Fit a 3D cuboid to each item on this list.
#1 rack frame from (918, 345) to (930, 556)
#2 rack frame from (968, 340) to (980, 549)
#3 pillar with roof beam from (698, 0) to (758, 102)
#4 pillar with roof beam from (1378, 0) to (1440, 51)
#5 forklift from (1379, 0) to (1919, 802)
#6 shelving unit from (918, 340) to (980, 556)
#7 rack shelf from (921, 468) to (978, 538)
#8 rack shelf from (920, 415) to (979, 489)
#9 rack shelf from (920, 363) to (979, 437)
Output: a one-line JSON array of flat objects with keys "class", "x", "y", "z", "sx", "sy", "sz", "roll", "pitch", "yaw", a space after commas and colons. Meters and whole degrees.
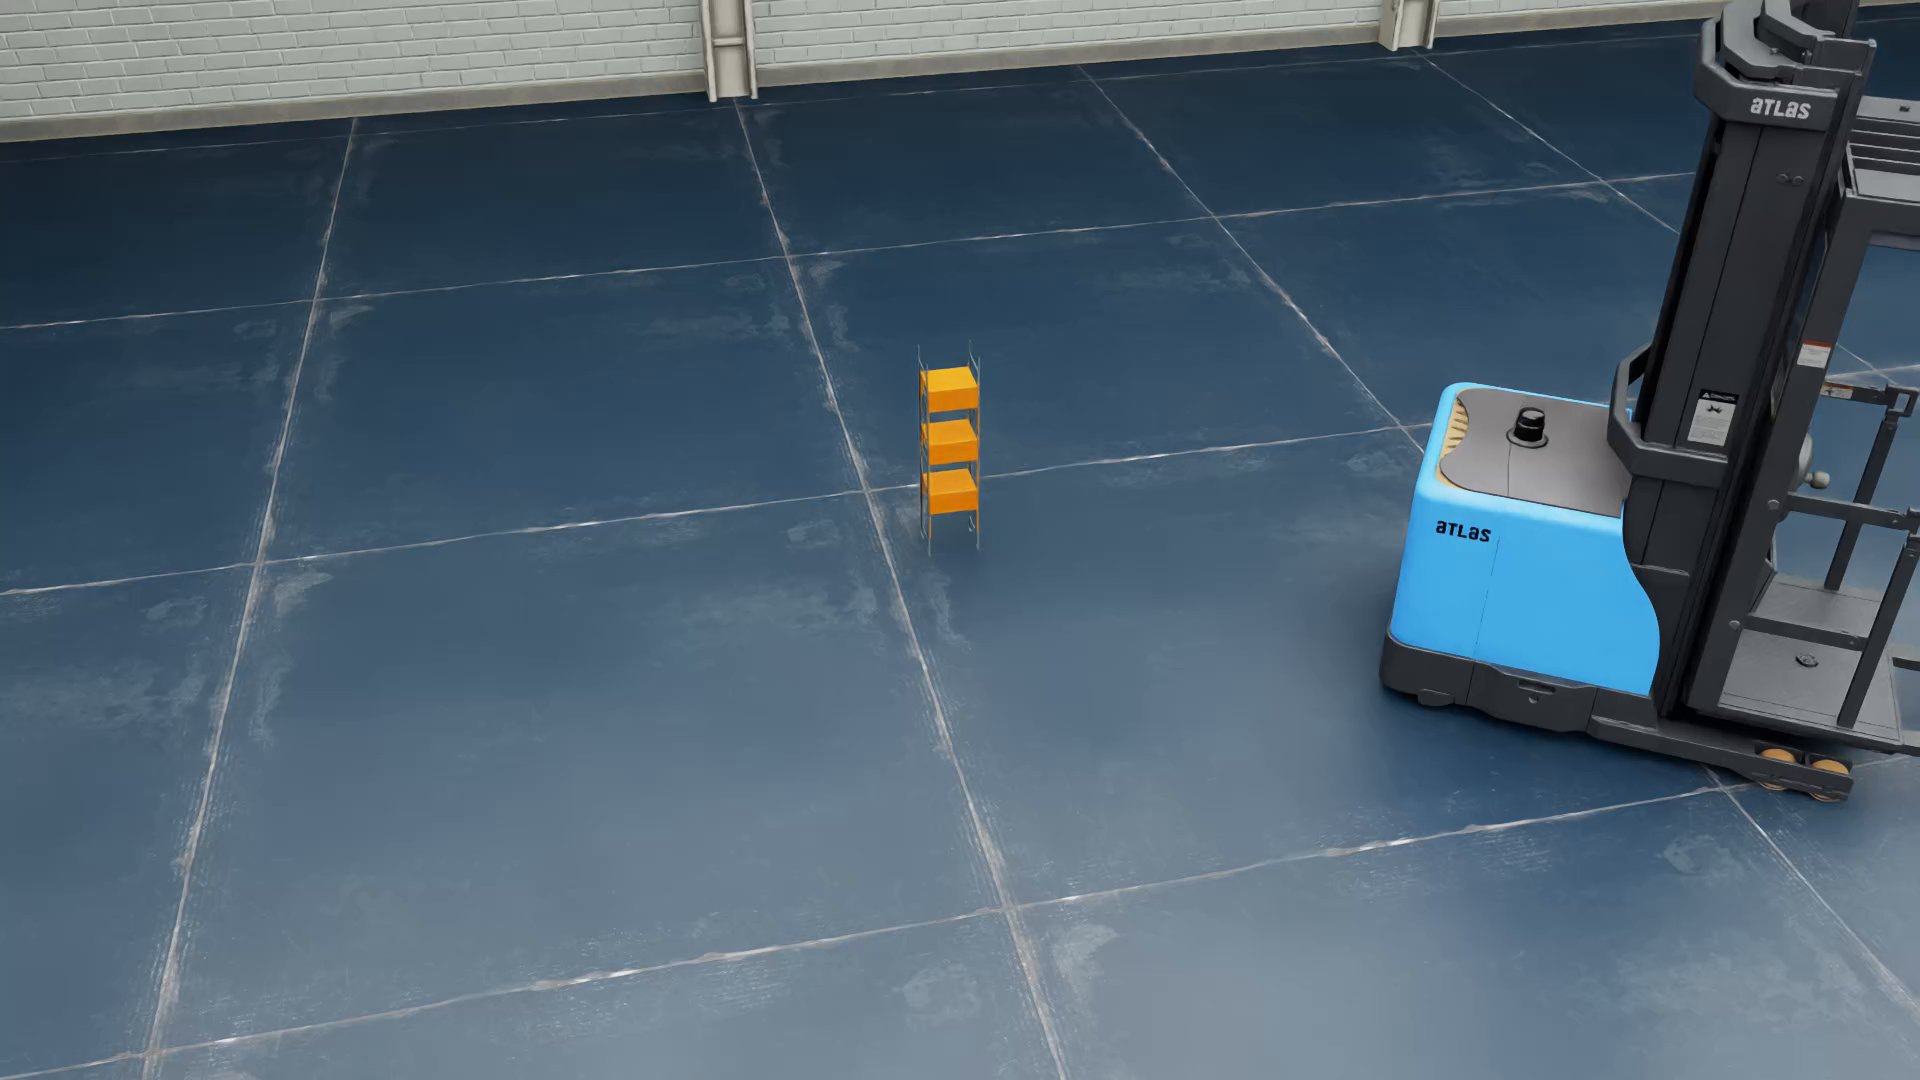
[{"class": "rack frame", "x": -0.171, "y": -0.414, "z": 7.925, "sx": 0.008, "sy": 1.050, "sz": 0.200, "roll": -7, "pitch": 35, "yaw": -11}, {"class": "rack frame", "x": 0.067, "y": -0.444, "z": 7.970, "sx": 0.008, "sy": 1.050, "sz": 0.200, "roll": -7, "pitch": 35, "yaw": -11}, {"class": "pillar with roof beam", "x": -0.935, "y": -5.083, "z": 7.749, "sx": 0.400, "sy": 9.000, "sz": 9.100, "roll": -7, "pitch": 35, "yaw": -11}, {"class": "pillar with roof beam", "x": 4.917, "y": -5.821, "z": 8.848, "sx": 0.400, "sy": 9.000, "sz": 9.100, "roll": -7, "pitch": 35, "yaw": -11}, {"class": "forklift", "x": 3.396, "y": -0.502, "z": 6.368, "sx": 3.031, "sy": 2.935, "sz": 1.130, "roll": 12, "pitch": 36, "yaw": 17}, {"class": "shelving unit", "x": -0.052, "y": -0.429, "z": 7.948, "sx": 0.252, "sy": 1.050, "sz": 0.215, "roll": -7, "pitch": 35, "yaw": -11}, {"class": "rack shelf", "x": -0.052, "y": -0.190, "z": 8.108, "sx": 0.240, "sy": 0.259, "sz": 0.215, "roll": -7, "pitch": 35, "yaw": -11}, {"class": "rack shelf", "x": -0.052, "y": -0.421, "z": 7.954, "sx": 0.240, "sy": 0.259, "sz": 0.215, "roll": -7, "pitch": 35, "yaw": -11}, {"class": "rack shelf", "x": -0.052, "y": -0.656, "z": 7.795, "sx": 0.240, "sy": 0.259, "sz": 0.215, "roll": -7, "pitch": 35, "yaw": -11}]
